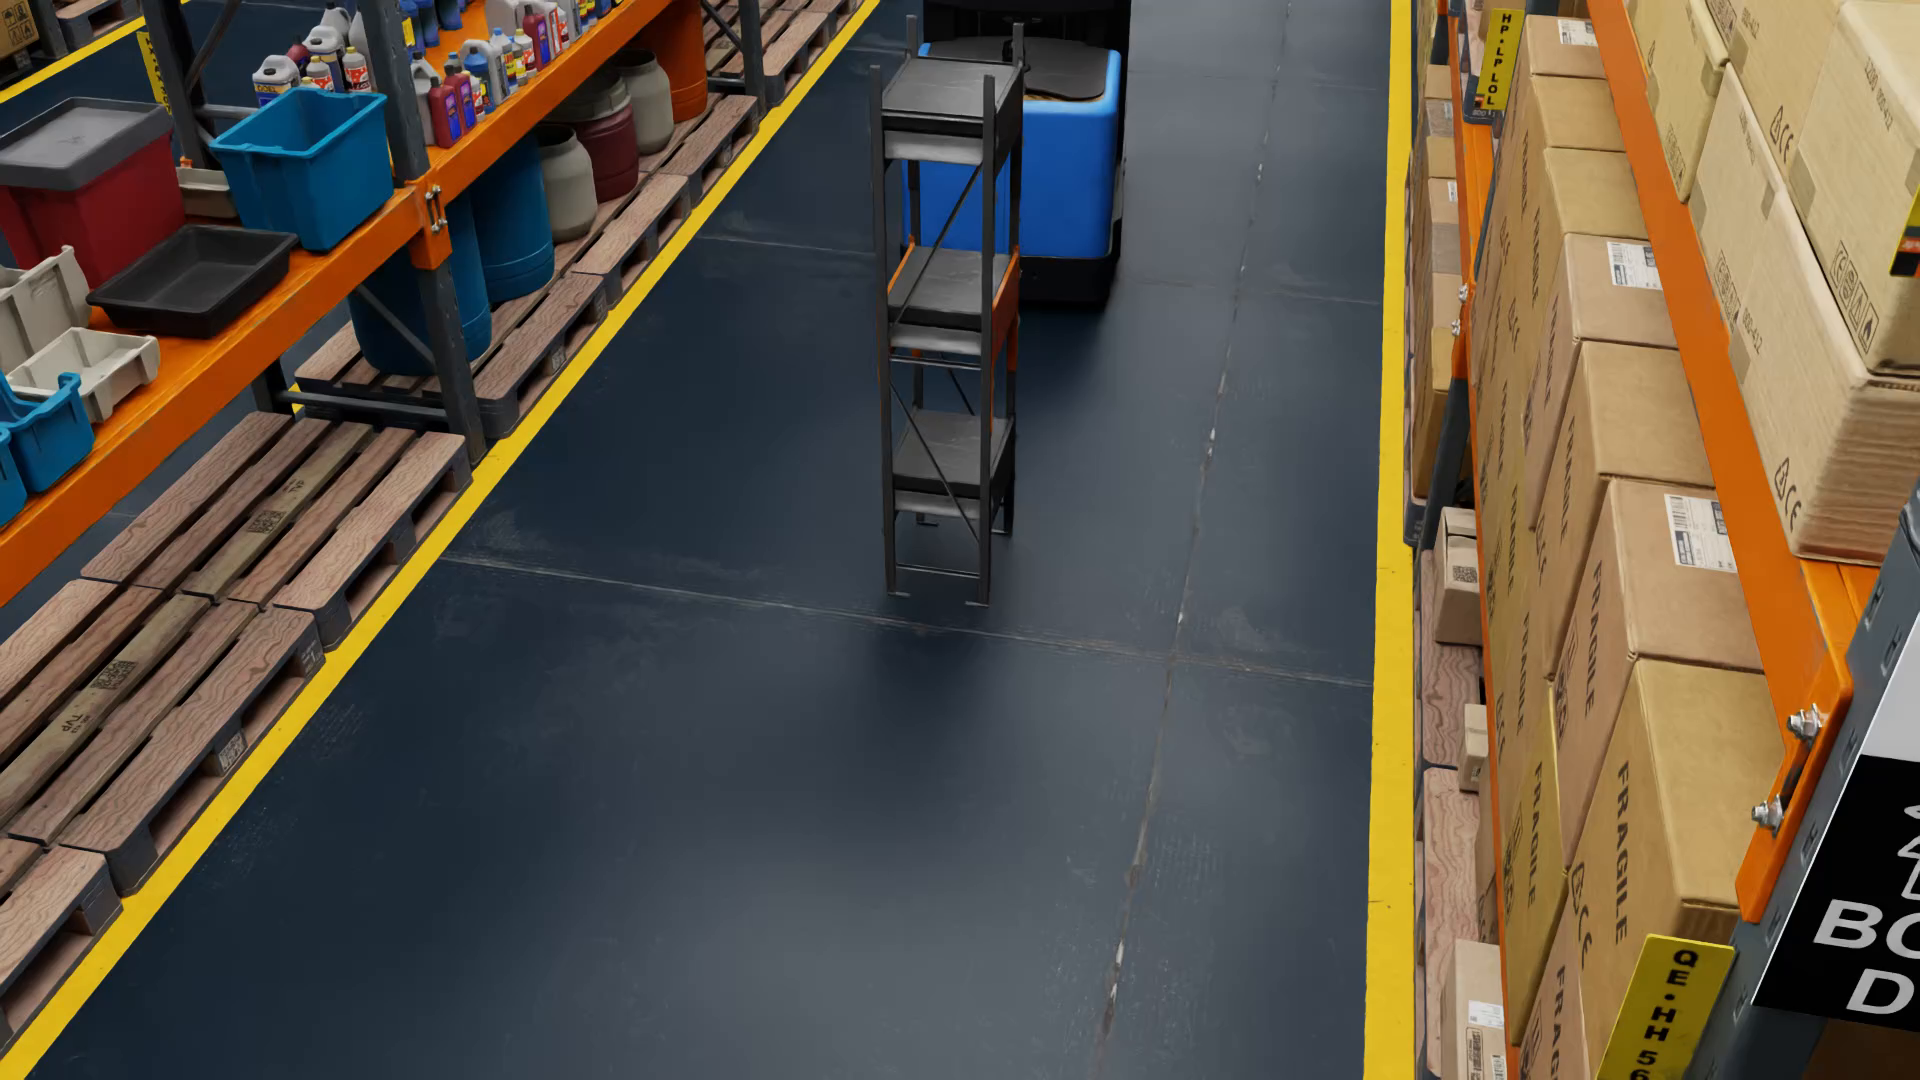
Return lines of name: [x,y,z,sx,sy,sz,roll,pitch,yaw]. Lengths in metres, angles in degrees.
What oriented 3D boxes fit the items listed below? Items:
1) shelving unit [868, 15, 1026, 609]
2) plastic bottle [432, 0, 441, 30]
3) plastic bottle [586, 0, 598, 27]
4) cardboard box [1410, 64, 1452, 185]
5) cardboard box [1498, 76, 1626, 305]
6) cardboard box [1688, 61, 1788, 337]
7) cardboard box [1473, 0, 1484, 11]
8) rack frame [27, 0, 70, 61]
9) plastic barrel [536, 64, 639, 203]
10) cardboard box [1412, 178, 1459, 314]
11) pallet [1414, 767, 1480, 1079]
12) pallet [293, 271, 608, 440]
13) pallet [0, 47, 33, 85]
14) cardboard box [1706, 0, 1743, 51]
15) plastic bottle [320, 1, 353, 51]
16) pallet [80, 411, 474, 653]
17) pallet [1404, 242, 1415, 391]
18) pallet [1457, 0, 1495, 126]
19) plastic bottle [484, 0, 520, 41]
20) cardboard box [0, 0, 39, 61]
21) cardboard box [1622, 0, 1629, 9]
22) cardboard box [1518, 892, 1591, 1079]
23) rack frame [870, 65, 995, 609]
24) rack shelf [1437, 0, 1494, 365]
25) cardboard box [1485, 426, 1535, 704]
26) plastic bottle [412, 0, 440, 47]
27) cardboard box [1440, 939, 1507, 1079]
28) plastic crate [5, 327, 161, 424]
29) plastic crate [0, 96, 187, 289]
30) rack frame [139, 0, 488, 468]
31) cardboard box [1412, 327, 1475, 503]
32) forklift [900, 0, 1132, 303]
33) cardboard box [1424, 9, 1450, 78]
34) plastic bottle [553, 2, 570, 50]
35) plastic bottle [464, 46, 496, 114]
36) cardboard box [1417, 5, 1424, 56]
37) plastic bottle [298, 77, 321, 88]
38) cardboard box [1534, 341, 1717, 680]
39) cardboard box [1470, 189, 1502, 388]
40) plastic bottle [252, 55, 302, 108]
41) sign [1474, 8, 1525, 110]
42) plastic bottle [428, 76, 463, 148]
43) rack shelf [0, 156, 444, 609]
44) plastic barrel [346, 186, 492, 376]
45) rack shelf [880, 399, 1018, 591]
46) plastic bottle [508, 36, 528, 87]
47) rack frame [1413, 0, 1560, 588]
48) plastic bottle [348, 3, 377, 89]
shelving unit: [-0.035,-0.755,6.003,0.431,2.100,0.503,7,37,10]
plastic bottle: [-2.535,-2.550,7.817,0.152,0.276,0.135,7,37,10]
plastic bottle: [-1.777,-2.573,7.853,0.097,0.271,0.097,0,36,0]
cardboard box: [2.748,-2.236,9.034,0.500,0.500,0.500,9,37,12]
cardboard box: [1.785,-0.916,4.521,0.500,0.500,0.500,6,36,9]
cardboard box: [1.386,-0.475,2.421,0.500,0.250,0.500,7,37,10]
cardboard box: [2.719,-2.630,7.379,0.700,0.500,0.500,14,38,19]
rack frame: [-6.552,-4.539,10.456,1.000,3.000,0.127,7,37,10]
plastic barrel: [-2.043,-2.181,8.901,0.600,0.588,0.708,7,37,10]
cardboard box: [2.424,-1.348,7.809,0.500,0.500,0.500,6,36,8]
pallet: [1.864,1.223,4.883,1.003,0.211,1.213,7,37,10]
pallet: [-2.362,-0.933,7.857,1.003,0.211,1.213,7,37,10]
pallet: [-6.794,-2.967,10.664,1.003,0.211,1.213,7,37,10]
cardboard box: [1.494,-0.964,2.670,0.500,0.250,0.500,7,37,10]
plastic bottle: [-2.691,-2.173,7.234,0.144,0.351,0.185,7,37,10]
pallet: [-2.687,-0.069,6.666,1.003,0.211,1.213,7,37,10]
pallet: [2.666,-1.045,8.012,1.003,0.211,1.213,7,37,10]
pallet: [2.714,-2.102,7.257,1.003,0.211,1.213,7,37,10]
plastic bottle: [-2.048,-2.342,7.531,0.152,0.276,0.135,7,37,10]
cardboard box: [-6.720,-3.455,10.414,1.225,0.875,0.875,6,36,8]
cardboard box: [1.706,-1.335,3.608,0.500,0.250,0.500,7,37,10]
cardboard box: [1.246,0.960,2.784,0.500,0.500,0.500,8,37,11]
rack frame: [-0.087,-0.615,5.810,0.400,2.100,0.015,7,37,10]
rack shelf: [2.698,-1.857,7.369,1.077,0.370,4.000,7,37,10]
cardboard box: [1.573,0.088,3.987,0.500,0.500,0.500,7,36,9]
plastic bottle: [-2.459,-2.410,7.628,0.097,0.271,0.097,0,36,0]
cardboard box: [1.524,1.343,4.309,0.500,0.250,0.500,7,37,10]
plastic crate: [-2.646,-0.506,5.066,0.293,0.136,0.466,7,37,10]
plastic crate: [-3.004,-1.194,5.736,0.402,0.464,0.583,7,37,10]
rack frame: [-2.568,-1.625,6.436,1.000,3.000,0.127,7,37,10]
cardboard box: [2.096,-0.486,6.620,0.500,0.500,0.500,7,37,10]
forklift: [0.378,-3.214,8.687,1.130,2.935,3.031,4,36,5]
cardboard box: [2.996,-2.910,9.716,0.500,0.311,0.500,8,37,11]
plastic bottle: [-1.847,-2.356,7.614,0.097,0.201,0.097,0,36,0]
plastic bottle: [-2.017,-1.930,6.967,0.097,0.271,0.097,0,36,0]
cardboard box: [3.216,-3.268,10.688,0.500,0.250,0.500,8,37,11]
plastic bottle: [-2.674,-1.806,6.855,0.097,0.201,0.097,0,36,0]
cardboard box: [1.456,-0.031,3.299,0.500,0.500,0.500,8,37,11]
cardboard box: [1.895,-0.784,5.191,0.500,0.500,0.500,8,37,11]
plastic bottle: [-2.799,-1.841,6.840,0.152,0.276,0.135,7,37,10]
sign: [1.727,-1.538,5.329,0.100,0.325,0.005,7,37,10]
plastic bottle: [-2.073,-1.734,6.686,0.061,0.283,0.133,7,37,10]
rack shelf: [-2.995,-0.187,5.065,1.077,0.370,4.000,7,37,10]
plastic barrel: [-2.435,-1.255,7.355,0.600,0.901,0.708,7,37,10]
rack shelf: [-0.035,-0.177,6.422,0.431,0.518,0.480,7,37,10]
plastic bottle: [-1.946,-2.090,7.248,0.097,0.201,0.097,0,36,0]
rack frame: [2.270,-1.002,5.576,1.000,3.000,0.127,7,37,10]
plastic bottle: [-2.550,-2.155,7.209,0.144,0.351,0.185,7,37,10]
